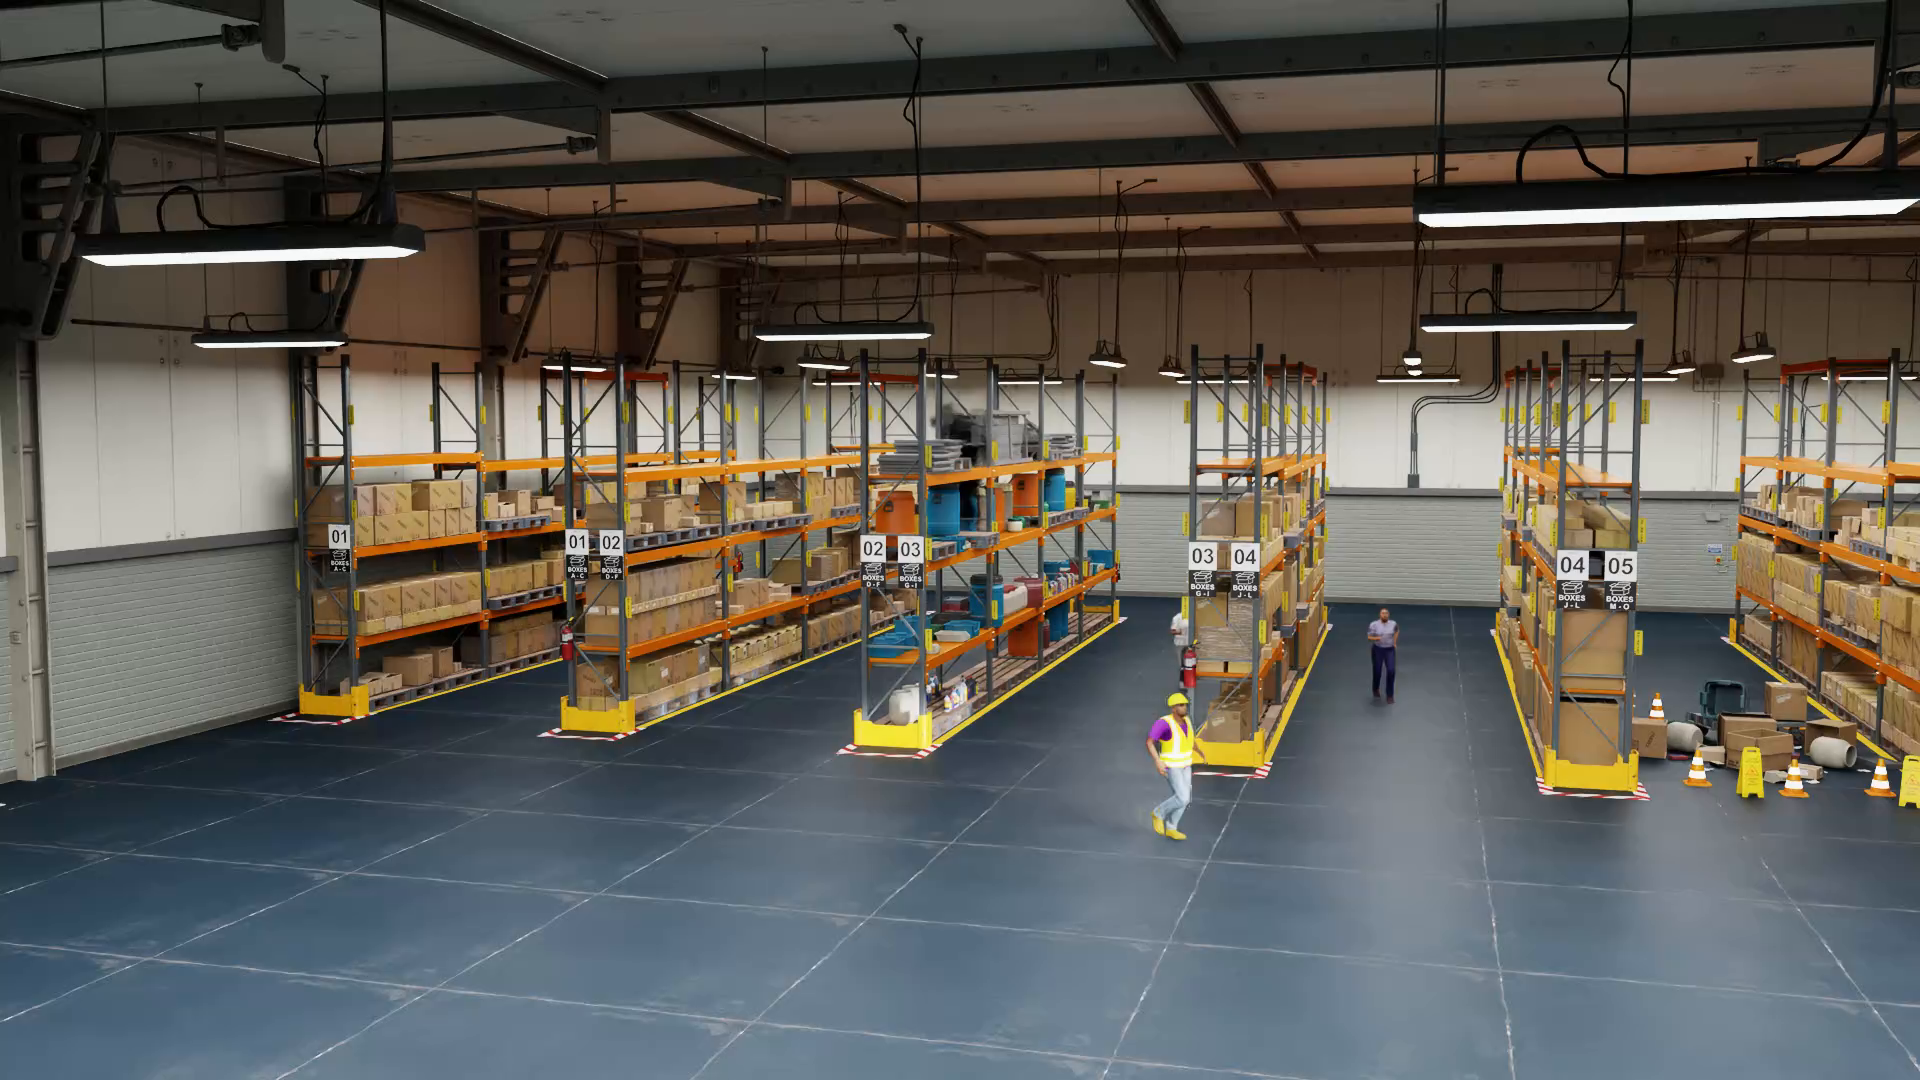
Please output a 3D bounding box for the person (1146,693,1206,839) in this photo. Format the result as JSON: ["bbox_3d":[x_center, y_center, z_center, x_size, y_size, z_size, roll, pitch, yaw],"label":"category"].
[{"bbox_3d":[2.590,2.667,19.624,0.530,1.730,0.712,4,6,45],"label":"person"}]

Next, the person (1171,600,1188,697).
[{"bbox_3d":[4.050,1.926,29.912,0.519,1.729,0.828,1,4,10],"label":"person"}]

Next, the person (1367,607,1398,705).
[{"bbox_3d":[7.392,2.007,29.064,0.550,1.698,0.821,1,4,9],"label":"person"}]
